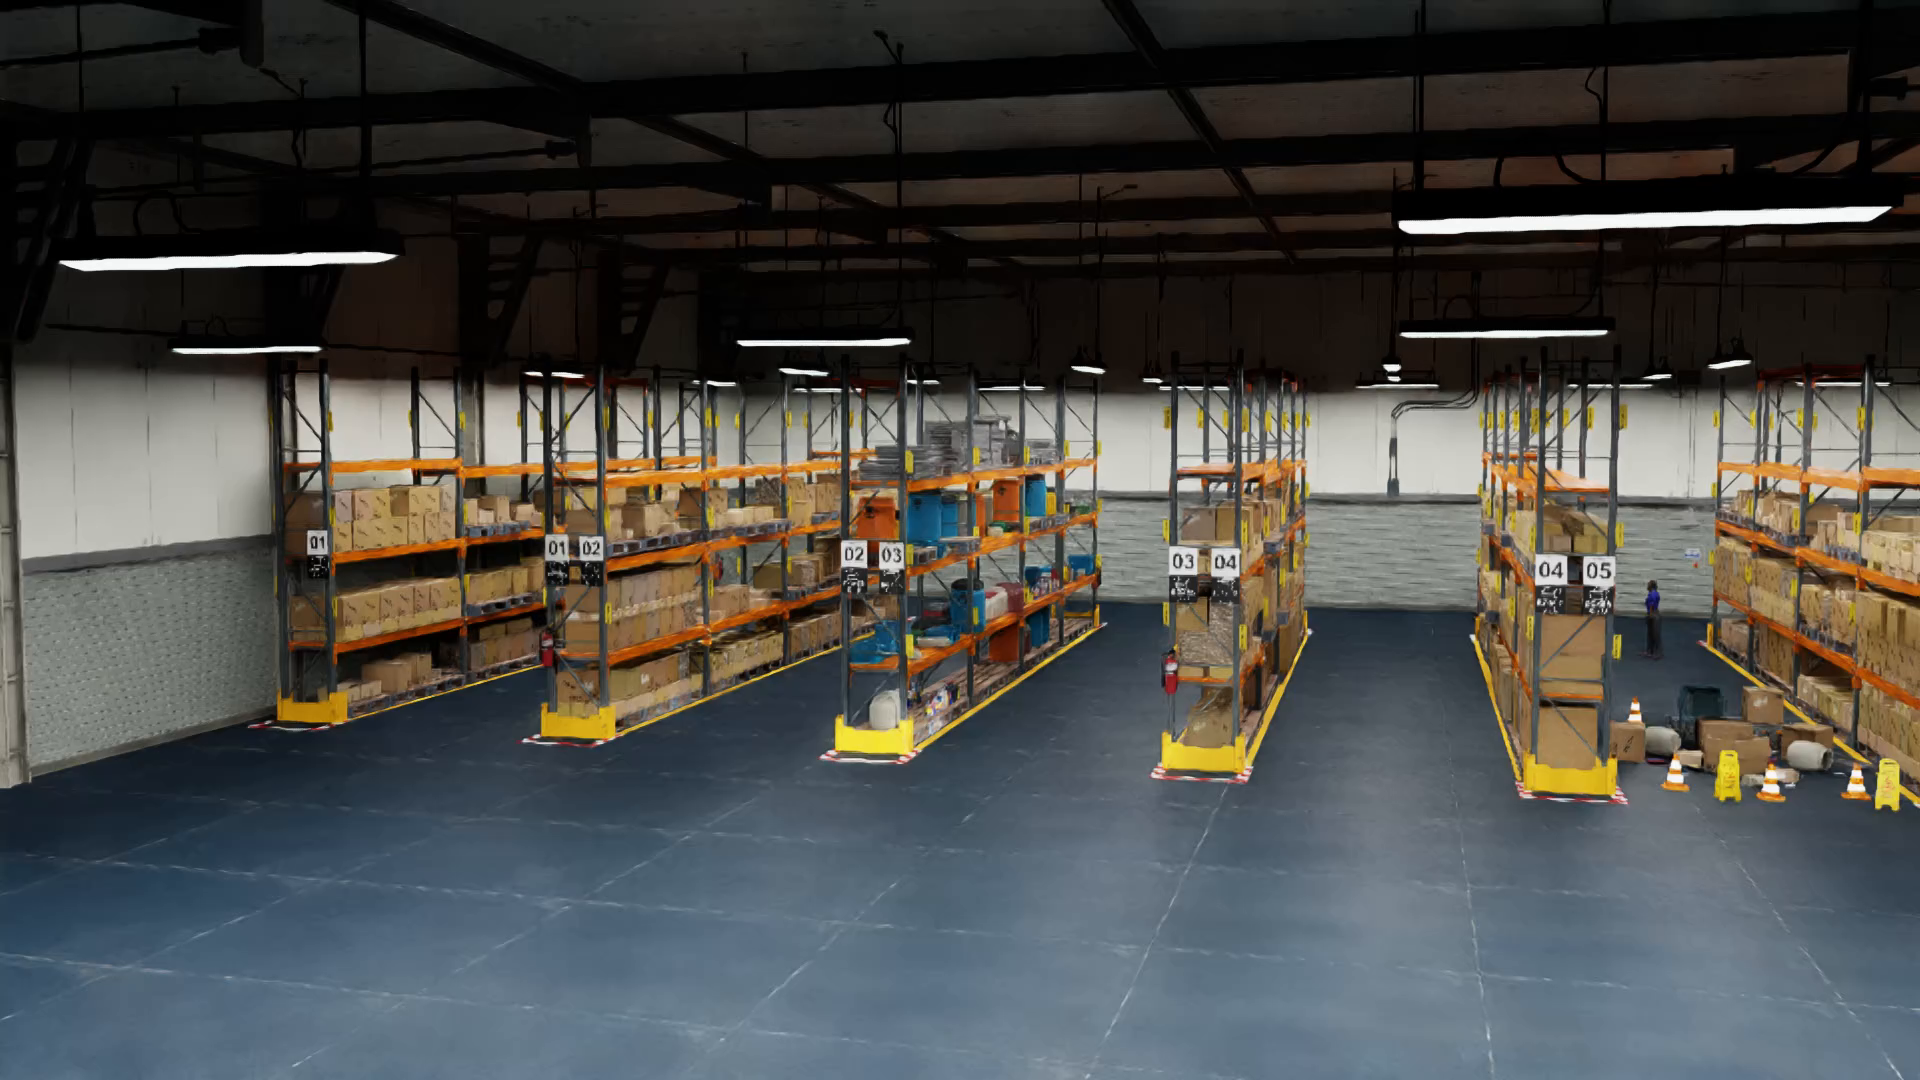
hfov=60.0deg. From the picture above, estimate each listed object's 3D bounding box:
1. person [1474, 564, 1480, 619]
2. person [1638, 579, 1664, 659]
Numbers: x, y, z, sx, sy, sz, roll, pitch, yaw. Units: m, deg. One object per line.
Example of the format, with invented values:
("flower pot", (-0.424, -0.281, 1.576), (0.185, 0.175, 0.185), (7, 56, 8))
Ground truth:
("person", (13.270, 1.159, 41.802), (0.560, 1.684, 0.926), (3, 5, 31))
("person", (14.560, 1.647, 34.982), (0.553, 1.649, 0.601), (2, 5, 29))
